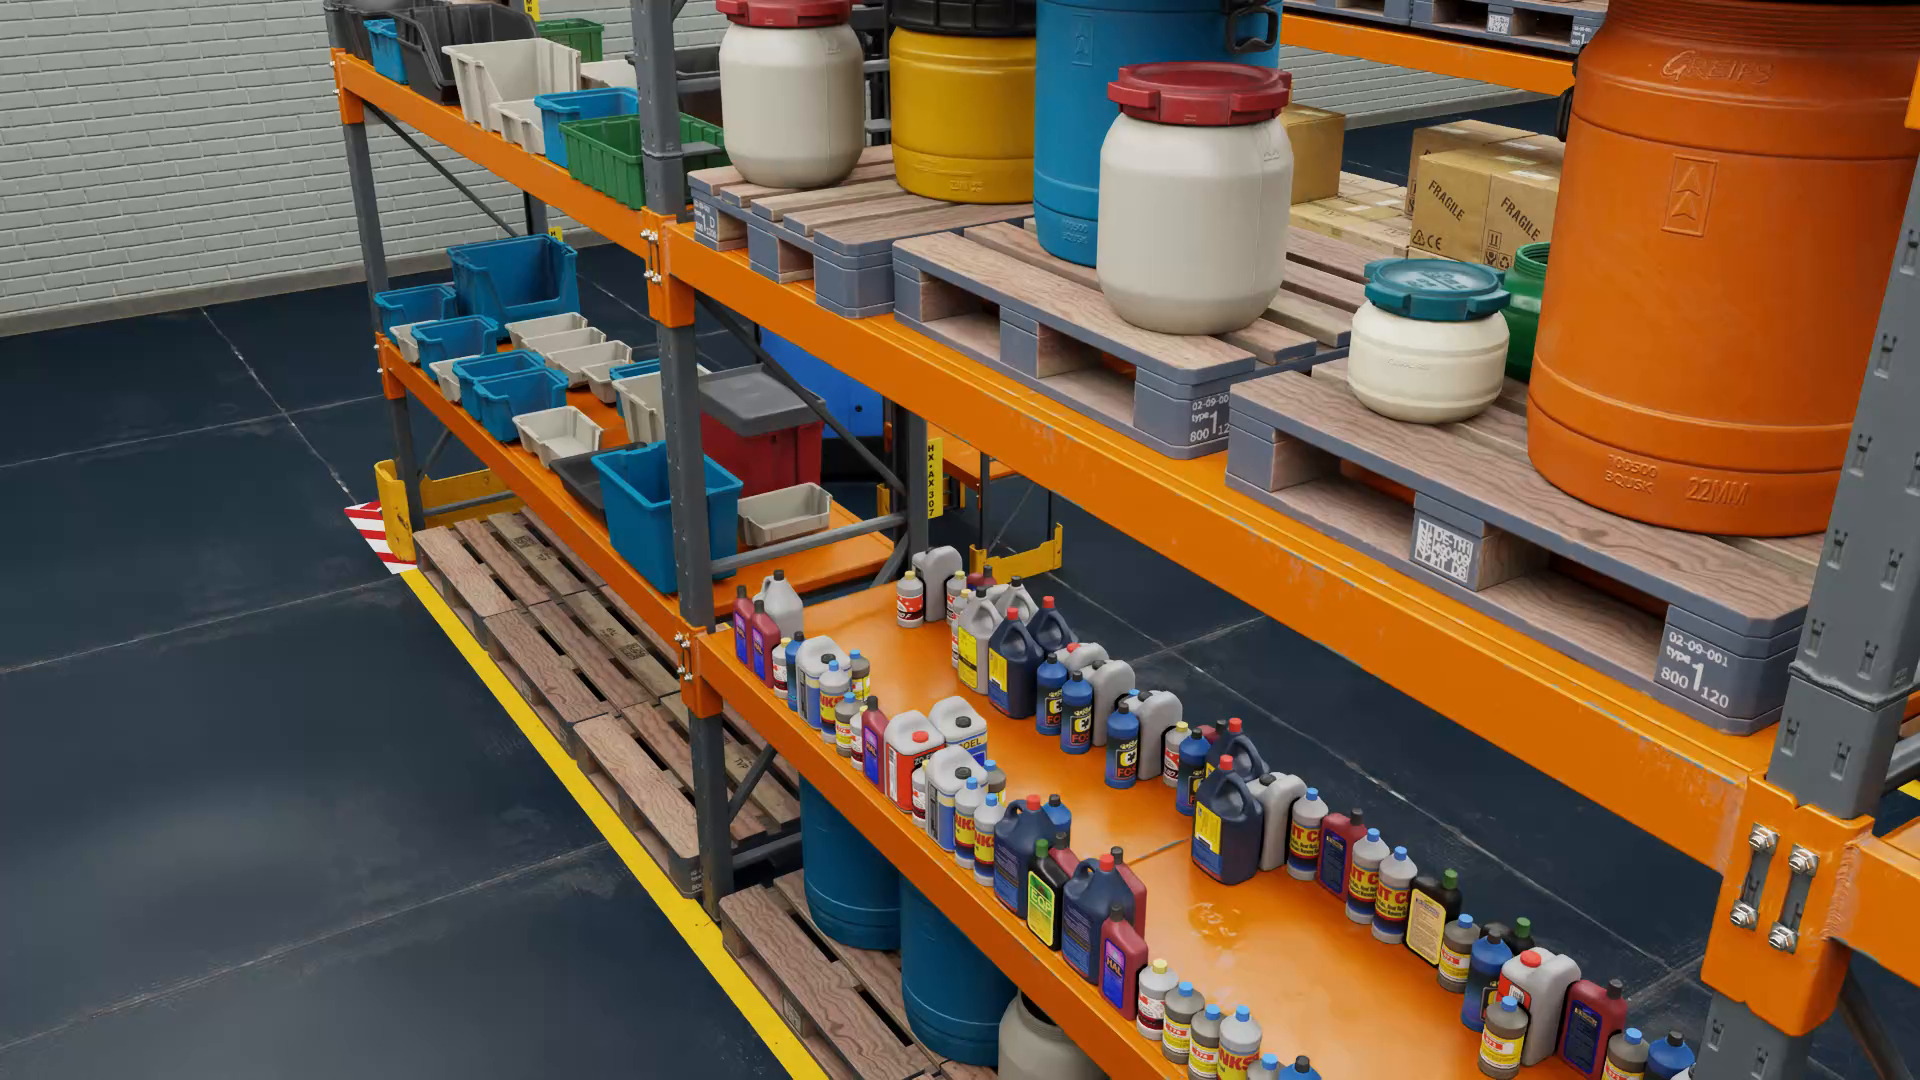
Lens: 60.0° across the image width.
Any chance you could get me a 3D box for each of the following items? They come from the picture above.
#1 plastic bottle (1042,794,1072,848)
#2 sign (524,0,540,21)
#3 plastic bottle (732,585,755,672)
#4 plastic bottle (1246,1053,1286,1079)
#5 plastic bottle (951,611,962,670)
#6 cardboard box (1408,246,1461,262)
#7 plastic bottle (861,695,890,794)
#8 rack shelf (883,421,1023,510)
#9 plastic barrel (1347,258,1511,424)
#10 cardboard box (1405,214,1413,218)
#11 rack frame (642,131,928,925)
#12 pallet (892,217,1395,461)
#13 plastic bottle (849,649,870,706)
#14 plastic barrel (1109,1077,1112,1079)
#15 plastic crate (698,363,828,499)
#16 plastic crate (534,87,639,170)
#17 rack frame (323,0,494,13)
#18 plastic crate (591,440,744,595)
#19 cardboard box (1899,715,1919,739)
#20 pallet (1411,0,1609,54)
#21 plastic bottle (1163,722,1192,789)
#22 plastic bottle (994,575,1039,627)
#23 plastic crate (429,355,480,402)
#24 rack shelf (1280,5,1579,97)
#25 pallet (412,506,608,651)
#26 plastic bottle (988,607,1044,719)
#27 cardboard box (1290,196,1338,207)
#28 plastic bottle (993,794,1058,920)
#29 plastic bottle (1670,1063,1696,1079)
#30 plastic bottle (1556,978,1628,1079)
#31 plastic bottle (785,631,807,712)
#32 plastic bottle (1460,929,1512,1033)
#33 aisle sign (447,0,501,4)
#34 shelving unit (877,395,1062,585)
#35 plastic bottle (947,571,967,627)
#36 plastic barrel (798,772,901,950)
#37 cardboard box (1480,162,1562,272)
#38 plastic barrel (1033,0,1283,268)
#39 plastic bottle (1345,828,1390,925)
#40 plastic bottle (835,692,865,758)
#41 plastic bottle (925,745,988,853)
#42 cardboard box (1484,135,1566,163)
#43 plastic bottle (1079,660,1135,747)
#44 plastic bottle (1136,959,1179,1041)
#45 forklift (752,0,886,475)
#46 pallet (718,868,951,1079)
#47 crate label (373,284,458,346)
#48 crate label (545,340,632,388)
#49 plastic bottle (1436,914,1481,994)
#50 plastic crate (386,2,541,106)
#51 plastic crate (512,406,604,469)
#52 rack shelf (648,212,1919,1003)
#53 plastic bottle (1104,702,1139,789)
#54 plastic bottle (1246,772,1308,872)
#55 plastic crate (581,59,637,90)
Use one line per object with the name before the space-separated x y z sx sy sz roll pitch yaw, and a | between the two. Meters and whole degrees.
plastic bottle | 0.260 0.829 4.631 0.097 0.271 0.097 0 25 0
sign | -2.304 -2.855 8.894 0.100 0.325 0.005 -16 29 -30
plastic bottle | -0.730 0.302 5.734 0.061 0.283 0.133 -16 29 -30
plastic bottle | 0.700 1.261 3.797 0.097 0.201 0.097 0 25 0
plastic bottle | 0.019 0.340 5.748 0.097 0.201 0.097 0 25 0
cardboard box | 2.832 -1.484 9.207 0.500 0.250 0.500 -15 29 -28
plastic bottle | -0.245 0.619 5.061 0.061 0.283 0.133 -16 29 -30
rack shelf | 0.047 -0.485 9.442 0.538 0.185 1.000 -16 29 -30
plastic barrel | 0.903 -0.384 3.206 0.301 0.262 0.301 0 25 0
cardboard box | 2.985 -1.795 9.865 0.500 0.250 0.500 -15 29 -28
rack frame | -0.573 0.018 6.197 1.000 3.000 0.127 -16 29 -30
pallet | 0.559 -0.590 4.194 1.003 0.211 1.213 -16 29 -30
plastic bottle | -0.345 0.458 5.499 0.097 0.201 0.097 0 25 0
plastic barrel | 0.713 1.775 4.810 0.600 0.588 0.708 -16 29 -30
plastic crate | -0.850 -0.415 6.971 0.402 0.464 0.583 -16 29 -30
plastic crate | -1.337 -1.514 6.125 0.416 0.233 0.300 -16 29 -30
rack frame | -2.756 -4.125 7.947 1.000 3.000 0.127 -16 29 -30
plastic crate | -1.113 -0.089 6.373 0.392 0.384 0.575 -16 29 -30
cardboard box | 4.921 0.493 7.188 1.225 0.875 0.875 -15 29 -29
pallet | 3.139 -2.747 8.646 1.003 0.211 1.213 -16 29 -30
plastic bottle | 0.675 0.651 5.090 0.097 0.201 0.097 0 25 0
plastic bottle | 0.203 0.293 5.673 0.144 0.351 0.185 -16 29 -30
plastic crate | -2.421 -0.778 8.124 0.250 0.136 0.298 -16 29 -30
rack shelf | 2.486 -2.882 9.671 1.077 0.370 4.000 -16 29 -30
pallet | -2.338 0.153 9.179 1.003 0.211 1.213 -16 29 -30
plastic bottle | 0.184 0.393 5.462 0.144 0.351 0.185 -16 29 -30
cardboard box | 1.990 -2.034 10.371 0.500 0.250 0.500 -17 30 -31
plastic bottle | 0.183 0.837 4.521 0.144 0.351 0.185 -16 29 -30
plastic bottle | 1.646 1.275 3.680 0.152 0.276 0.135 -16 29 -30
plastic bottle | 1.504 1.144 3.950 0.061 0.283 0.133 -16 29 -30
plastic bottle | -0.526 0.427 5.483 0.097 0.271 0.097 0 25 0
plastic bottle | 1.302 1.078 4.103 0.097 0.271 0.097 0 25 0
aisle sign | -2.550 -2.682 8.872 0.394 0.787 0.004 -16 29 -30
shelving unit | 0.042 -0.651 9.372 0.587 1.500 1.083 -16 29 -30
plastic bottle | 0.000 0.209 6.026 0.097 0.201 0.097 0 25 0
plastic barrel | -0.290 0.976 6.135 0.600 0.901 0.708 -16 29 -30
cardboard box | 3.102 -1.644 8.667 0.500 0.500 0.500 -15 29 -28
plastic barrel | 0.487 -1.180 4.143 0.600 0.901 0.708 -16 29 -30
plastic bottle | 1.101 0.899 4.483 0.097 0.271 0.097 0 25 0
plastic bottle | -0.346 0.576 5.248 0.097 0.201 0.097 0 25 0
plastic bottle | -0.007 0.743 4.808 0.152 0.276 0.135 -16 29 -30
cardboard box | 3.268 -1.950 9.317 0.500 0.500 0.500 -16 29 -30
plastic bottle | 0.462 0.499 5.324 0.152 0.276 0.135 -16 29 -30
plastic bottle | 0.487 1.122 4.092 0.097 0.201 0.097 0 25 0
forklift | -0.900 -2.322 11.236 1.130 2.935 3.031 -4 25 -7
pallet | -0.186 1.565 6.187 1.003 0.211 1.213 -16 29 -30
crate label | -2.897 -1.199 8.901 0.416 0.233 0.303 -16 29 -30
crate label | -1.841 -0.870 8.317 0.396 0.136 0.243 -16 29 -30
plastic bottle | 1.280 1.048 4.249 0.097 0.201 0.097 0 25 0
plastic crate | -2.152 -2.130 7.308 0.504 0.338 0.767 -16 29 -30
plastic crate | -1.775 -0.442 7.412 0.293 0.136 0.466 -16 29 -30
rack shelf | 0.519 -0.297 4.195 1.077 0.370 4.000 -16 29 -30
plastic bottle | 0.494 0.620 5.073 0.097 0.271 0.097 0 25 0
plastic bottle | 0.889 0.779 4.731 0.152 0.276 0.135 -16 29 -30
plastic crate | -1.420 -1.968 7.201 0.437 0.136 0.530 -16 29 -30
